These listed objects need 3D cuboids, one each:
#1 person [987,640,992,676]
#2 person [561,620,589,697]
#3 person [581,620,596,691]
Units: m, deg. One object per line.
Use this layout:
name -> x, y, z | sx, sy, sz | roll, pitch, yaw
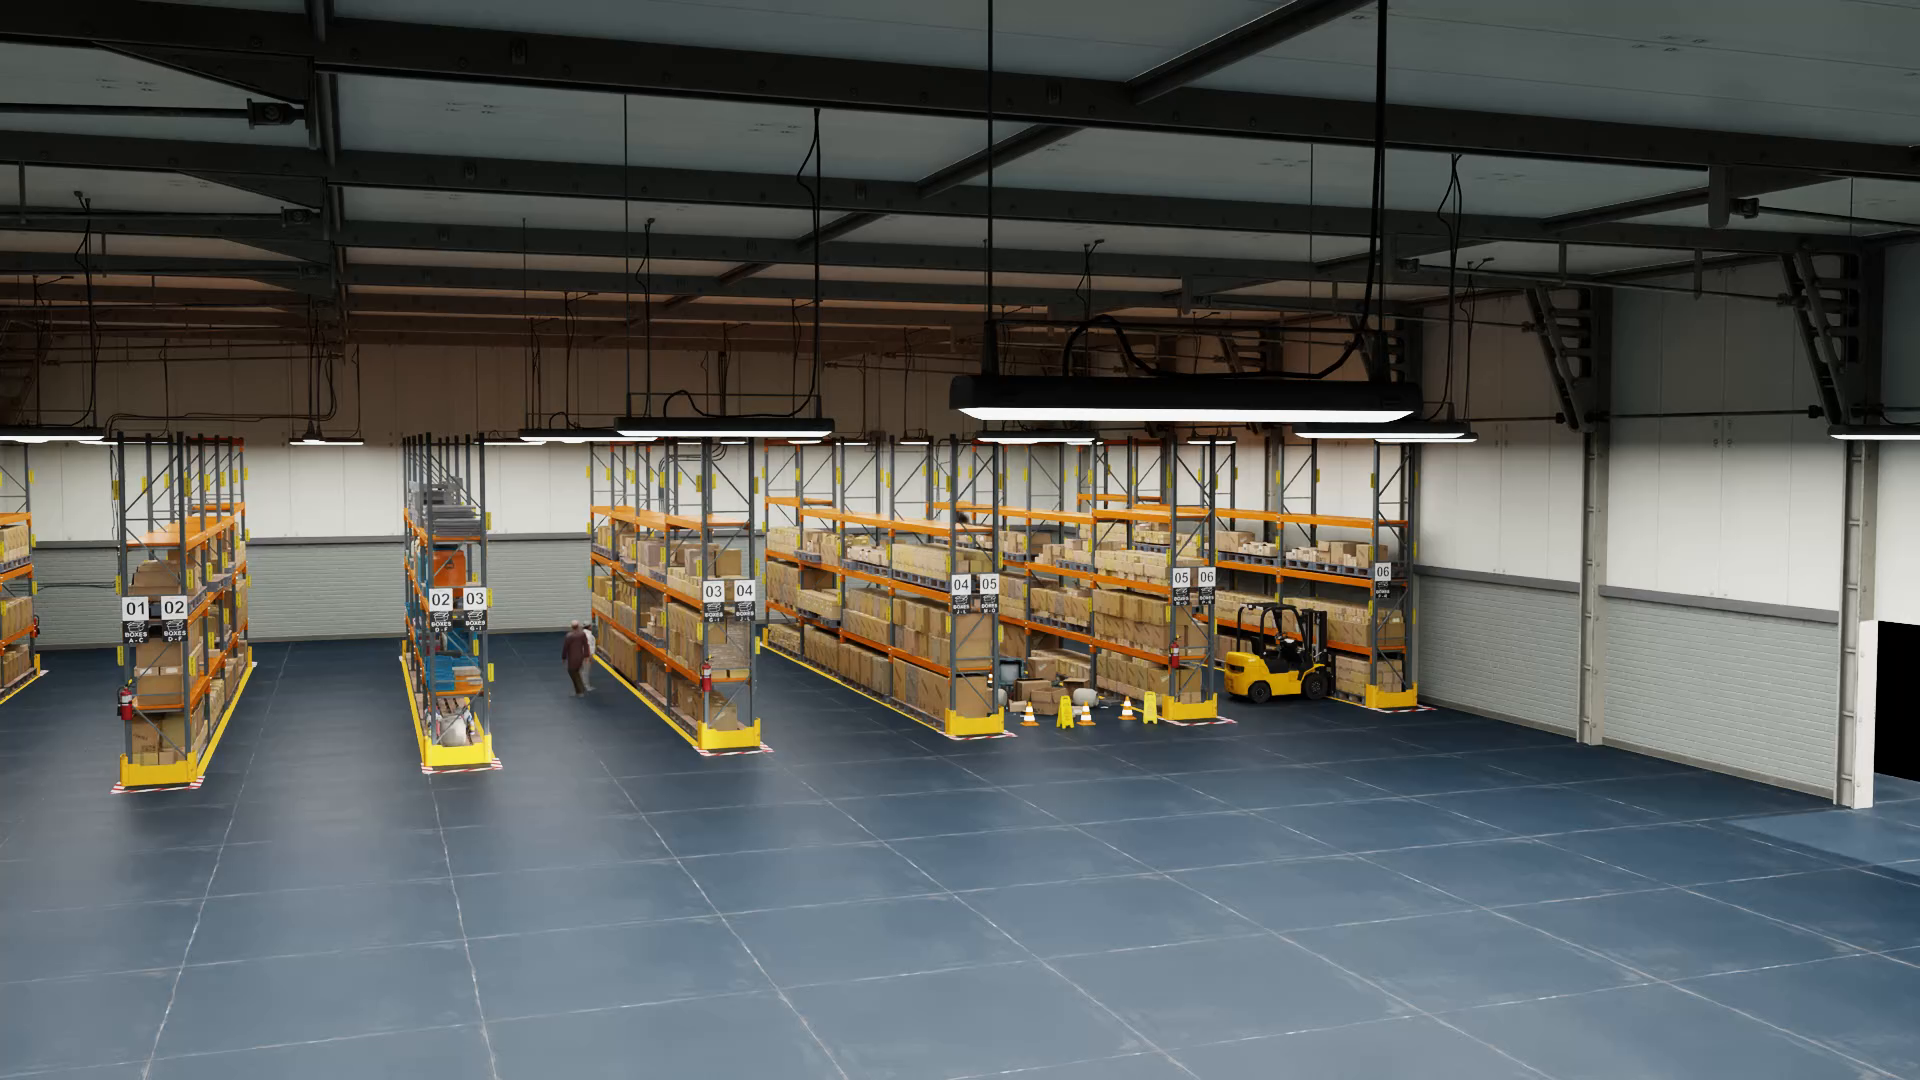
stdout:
person -> 0.651, 2.613, 41.670 | 0.421, 1.560, 0.876 | -2, 4, -29
person -> -8.810, 2.733, 38.042 | 0.539, 1.819, 0.572 | 1, 3, 14
person -> -8.790, 2.718, 39.253 | 0.406, 1.669, 0.527 | 0, 3, -6
